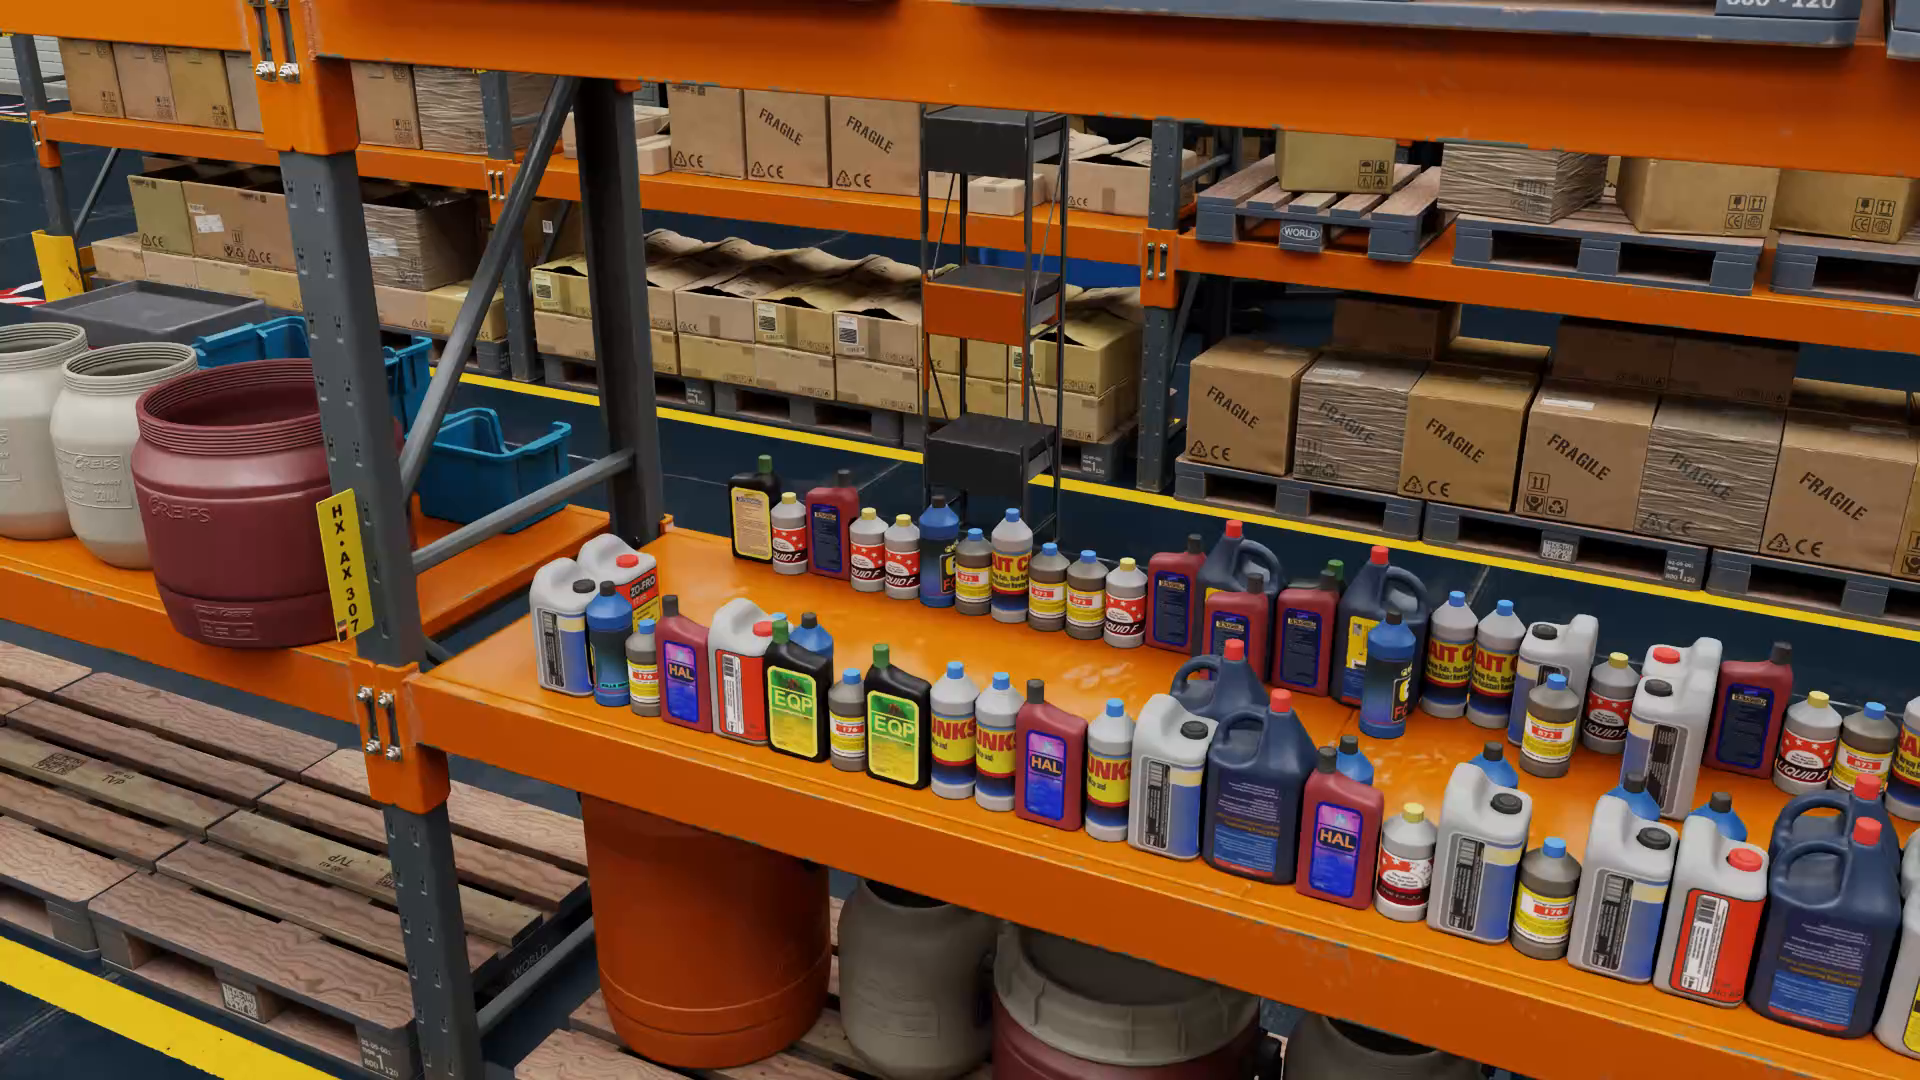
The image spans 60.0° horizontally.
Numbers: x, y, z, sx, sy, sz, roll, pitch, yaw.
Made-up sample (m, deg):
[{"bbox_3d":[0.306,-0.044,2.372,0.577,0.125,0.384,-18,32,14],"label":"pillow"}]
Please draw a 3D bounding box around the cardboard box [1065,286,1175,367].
[{"bbox_3d":[0.825,-1.172,8.933,0.500,0.311,0.500,12,26,26],"label":"cardboard box"}]

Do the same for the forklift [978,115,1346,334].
[{"bbox_3d":[1.651,-2.914,10.858,3.031,2.935,1.130,0,23,-1],"label":"forklift"}]

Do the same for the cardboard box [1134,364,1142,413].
[{"bbox_3d":[0.825,-0.914,9.043,0.500,0.250,0.500,11,25,24],"label":"cardboard box"}]

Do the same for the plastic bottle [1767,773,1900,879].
[{"bbox_3d":[1.423,0.536,2.719,0.185,0.351,0.144,11,25,25],"label":"plastic bottle"}]

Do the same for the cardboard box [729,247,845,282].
[{"bbox_3d":[-1.008,-1.533,9.783,0.500,0.311,0.500,11,25,24],"label":"cardboard box"}]

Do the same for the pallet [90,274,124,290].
[{"bbox_3d":[-5.278,-1.800,11.713,1.213,0.211,1.003,11,25,25],"label":"pallet"}]

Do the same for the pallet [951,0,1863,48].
[{"bbox_3d":[0.734,-0.952,2.565,1.213,0.211,1.003,11,25,25],"label":"pallet"}]

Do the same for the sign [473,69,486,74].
[{"bbox_3d":[-2.659,-2.738,9.148,0.005,0.325,0.100,11,25,25],"label":"sign"}]

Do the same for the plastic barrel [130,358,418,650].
[{"bbox_3d":[-1.629,-0.100,3.979,0.708,0.536,0.600,11,25,25],"label":"plastic barrel"}]

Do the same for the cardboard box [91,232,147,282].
[{"bbox_3d":[-5.601,-1.959,11.501,0.500,0.250,0.500,11,25,25],"label":"cardboard box"}]

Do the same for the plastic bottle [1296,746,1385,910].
[{"bbox_3d":[0.663,0.498,2.894,0.133,0.283,0.061,11,25,25],"label":"plastic bottle"}]

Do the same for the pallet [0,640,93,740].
[{"bbox_3d":[-3.930,0.640,5.974,1.213,0.211,1.003,11,25,25],"label":"pallet"}]

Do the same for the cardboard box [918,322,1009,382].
[{"bbox_3d":[0.114,-1.073,8.700,0.500,0.311,0.500,11,25,24],"label":"cardboard box"}]

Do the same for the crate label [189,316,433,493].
[{"bbox_3d":[-1.843,-0.348,4.690,0.616,0.435,0.502,11,25,25],"label":"crate label"}]

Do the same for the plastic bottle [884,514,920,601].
[{"bbox_3d":[-0.138,0.037,4.084,0.097,0.201,0.097,0,23,0],"label":"plastic bottle"}]

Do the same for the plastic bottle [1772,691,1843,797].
[{"bbox_3d":[1.659,0.392,3.249,0.097,0.201,0.097,0,23,0],"label":"plastic bottle"}]

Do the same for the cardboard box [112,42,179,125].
[{"bbox_3d":[-5.098,-3.072,11.012,0.500,0.500,0.700,12,26,26],"label":"cardboard box"}]

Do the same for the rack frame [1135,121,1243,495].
[{"bbox_3d":[1.160,-1.791,8.128,0.127,3.000,1.000,11,25,25],"label":"rack frame"}]

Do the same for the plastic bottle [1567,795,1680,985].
[{"bbox_3d":[1.097,0.568,2.741,0.135,0.276,0.152,11,25,25],"label":"plastic bottle"}]

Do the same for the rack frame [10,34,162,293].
[{"bbox_3d":[-5.980,-3.204,11.450,0.127,3.000,1.000,11,25,25],"label":"rack frame"}]

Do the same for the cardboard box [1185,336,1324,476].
[{"bbox_3d":[1.437,-0.663,8.108,0.500,0.500,0.500,12,26,27],"label":"cardboard box"}]

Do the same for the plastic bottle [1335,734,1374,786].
[{"bbox_3d":[0.683,0.473,2.969,0.097,0.271,0.097,0,23,0],"label":"plastic bottle"}]

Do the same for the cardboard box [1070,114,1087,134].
[{"bbox_3d":[0.881,-3.425,13.643,0.500,0.250,0.500,11,25,23],"label":"cardboard box"}]

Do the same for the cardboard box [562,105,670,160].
[{"bbox_3d":[-1.951,-2.357,9.650,0.500,0.250,0.500,13,26,28],"label":"cardboard box"}]

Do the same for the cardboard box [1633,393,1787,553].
[{"bbox_3d":[3.275,-0.303,7.261,0.500,0.500,0.500,12,26,25],"label":"cardboard box"}]

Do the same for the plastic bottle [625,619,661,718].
[{"bbox_3d":[-0.660,0.266,3.545,0.097,0.201,0.097,0,23,0],"label":"plastic bottle"}]

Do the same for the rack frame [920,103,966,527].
[{"bbox_3d":[-0.070,-0.980,7.372,0.015,2.100,0.400,11,25,25],"label":"rack frame"}]

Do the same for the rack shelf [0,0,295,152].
[{"bbox_3d":[-2.863,-1.464,4.446,4.000,0.370,1.077,11,25,25],"label":"rack shelf"}]

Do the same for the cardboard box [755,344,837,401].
[{"bbox_3d":[-0.789,-0.996,9.236,0.500,0.250,0.500,12,26,26],"label":"cardboard box"}]

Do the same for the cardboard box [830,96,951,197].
[{"bbox_3d":[-0.345,-2.128,8.792,0.500,0.500,0.500,10,25,22],"label":"cardboard box"}]

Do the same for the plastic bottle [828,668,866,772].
[{"bbox_3d":[-0.215,0.354,3.338,0.097,0.201,0.097,0,23,0],"label":"plastic bottle"}]

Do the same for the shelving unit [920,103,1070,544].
[{"bbox_3d":[0.148,-0.937,7.270,0.503,2.100,0.431,11,25,25],"label":"shelving unit"}]

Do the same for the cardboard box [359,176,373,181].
[{"bbox_3d":[-4.022,-2.226,11.169,0.500,0.500,0.500,11,25,25],"label":"cardboard box"}]

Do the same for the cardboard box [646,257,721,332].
[{"bbox_3d":[-1.709,-1.433,9.547,0.500,0.311,0.500,11,25,24],"label":"cardboard box"}]

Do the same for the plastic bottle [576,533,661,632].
[{"bbox_3d":[-0.770,0.132,3.766,0.135,0.276,0.152,11,25,25],"label":"plastic bottle"}]

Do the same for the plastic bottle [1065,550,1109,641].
[{"bbox_3d":[0.297,0.123,3.882,0.097,0.201,0.097,0,23,0],"label":"plastic bottle"}]

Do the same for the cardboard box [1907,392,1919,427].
[{"bbox_3d":[4.408,-0.307,7.272,0.500,0.500,0.500,10,25,22],"label":"cardboard box"}]

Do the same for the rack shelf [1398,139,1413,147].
[{"bbox_3d":[5.176,-2.837,11.509,4.000,0.370,1.077,11,25,25],"label":"rack shelf"}]

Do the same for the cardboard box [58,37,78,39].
[{"bbox_3d":[-5.727,-3.404,10.964,0.250,0.149,0.380,11,25,24],"label":"cardboard box"}]

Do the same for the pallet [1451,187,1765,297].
[{"bbox_3d":[2.897,-1.361,7.362,1.213,0.211,1.003,11,25,25],"label":"pallet"}]

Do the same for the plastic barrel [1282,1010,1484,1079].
[{"bbox_3d":[0.918,1.238,3.648,0.421,0.512,0.421,0,23,0],"label":"plastic barrel"}]

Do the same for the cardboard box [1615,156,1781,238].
[{"bbox_3d":[3.125,-1.614,7.049,0.500,0.500,0.700,5,24,11],"label":"cardboard box"}]

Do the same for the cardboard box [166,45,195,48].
[{"bbox_3d":[-4.805,-3.222,10.536,0.250,0.149,0.380,10,25,23],"label":"cardboard box"}]

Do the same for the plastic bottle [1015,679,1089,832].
[{"bbox_3d":[0.172,0.401,3.123,0.133,0.283,0.061,11,25,25],"label":"plastic bottle"}]

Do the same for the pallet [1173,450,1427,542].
[{"bbox_3d":[1.809,-0.363,8.333,1.213,0.211,1.003,11,25,25],"label":"pallet"}]

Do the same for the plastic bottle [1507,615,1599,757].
[{"bbox_3d":[1.217,0.283,3.411,0.135,0.276,0.152,11,25,25],"label":"plastic bottle"}]

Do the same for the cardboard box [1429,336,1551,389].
[{"bbox_3d":[2.562,-0.668,8.121,0.500,0.500,0.500,10,25,23],"label":"cardboard box"}]

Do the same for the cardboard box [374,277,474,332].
[{"bbox_3d":[-3.364,-1.522,10.474,0.500,0.250,0.500,11,25,25],"label":"cardboard box"}]

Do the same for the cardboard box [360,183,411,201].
[{"bbox_3d":[-3.811,-1.955,10.533,0.500,0.500,0.500,11,25,25],"label":"cardboard box"}]

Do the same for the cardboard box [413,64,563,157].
[{"bbox_3d":[-2.809,-2.619,9.949,0.500,0.500,0.700,10,25,23],"label":"cardboard box"}]

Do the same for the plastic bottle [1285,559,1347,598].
[{"bbox_3d":[0.779,0.173,3.661,0.133,0.283,0.061,11,25,25],"label":"plastic bottle"}]

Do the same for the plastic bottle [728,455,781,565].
[{"bbox_3d":[-0.525,-0.086,4.267,0.133,0.283,0.061,11,25,25],"label":"plastic bottle"}]

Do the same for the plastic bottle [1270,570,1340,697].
[{"bbox_3d":[0.752,0.194,3.611,0.133,0.283,0.061,11,25,25],"label":"plastic bottle"}]

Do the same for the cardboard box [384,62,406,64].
[{"bbox_3d":[-3.204,-2.905,9.791,0.250,0.149,0.380,10,25,23],"label":"cardboard box"}]

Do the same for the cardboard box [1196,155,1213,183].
[{"bbox_3d":[1.862,-2.892,13.350,0.500,0.500,0.700,11,25,24],"label":"cardboard box"}]
